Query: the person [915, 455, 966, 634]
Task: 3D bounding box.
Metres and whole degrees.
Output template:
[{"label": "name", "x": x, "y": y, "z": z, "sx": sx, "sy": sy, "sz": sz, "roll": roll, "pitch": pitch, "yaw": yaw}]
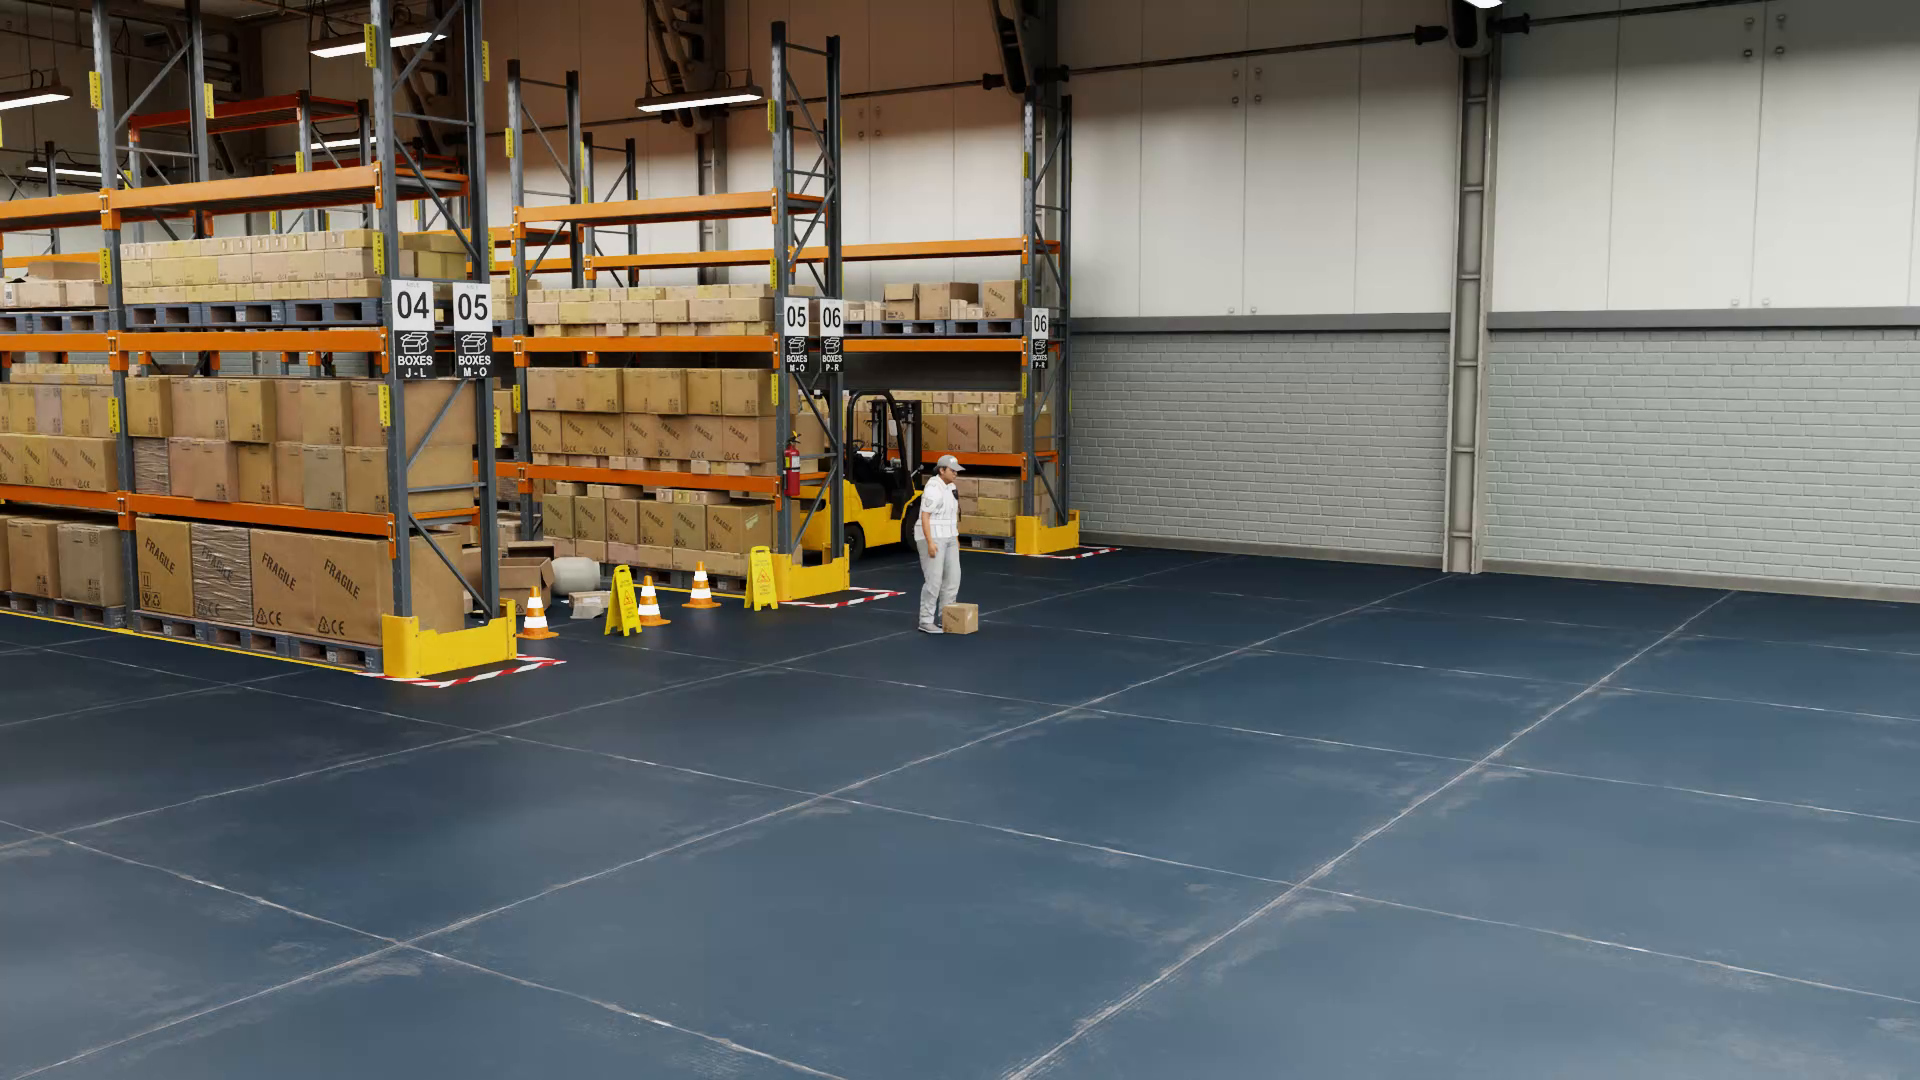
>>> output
[{"label": "person", "x": -0.178, "y": 0.024, "z": 15.764, "sx": 0.465, "sy": 1.667, "sz": 0.561, "roll": 4, "pitch": 8, "yaw": 31}]
